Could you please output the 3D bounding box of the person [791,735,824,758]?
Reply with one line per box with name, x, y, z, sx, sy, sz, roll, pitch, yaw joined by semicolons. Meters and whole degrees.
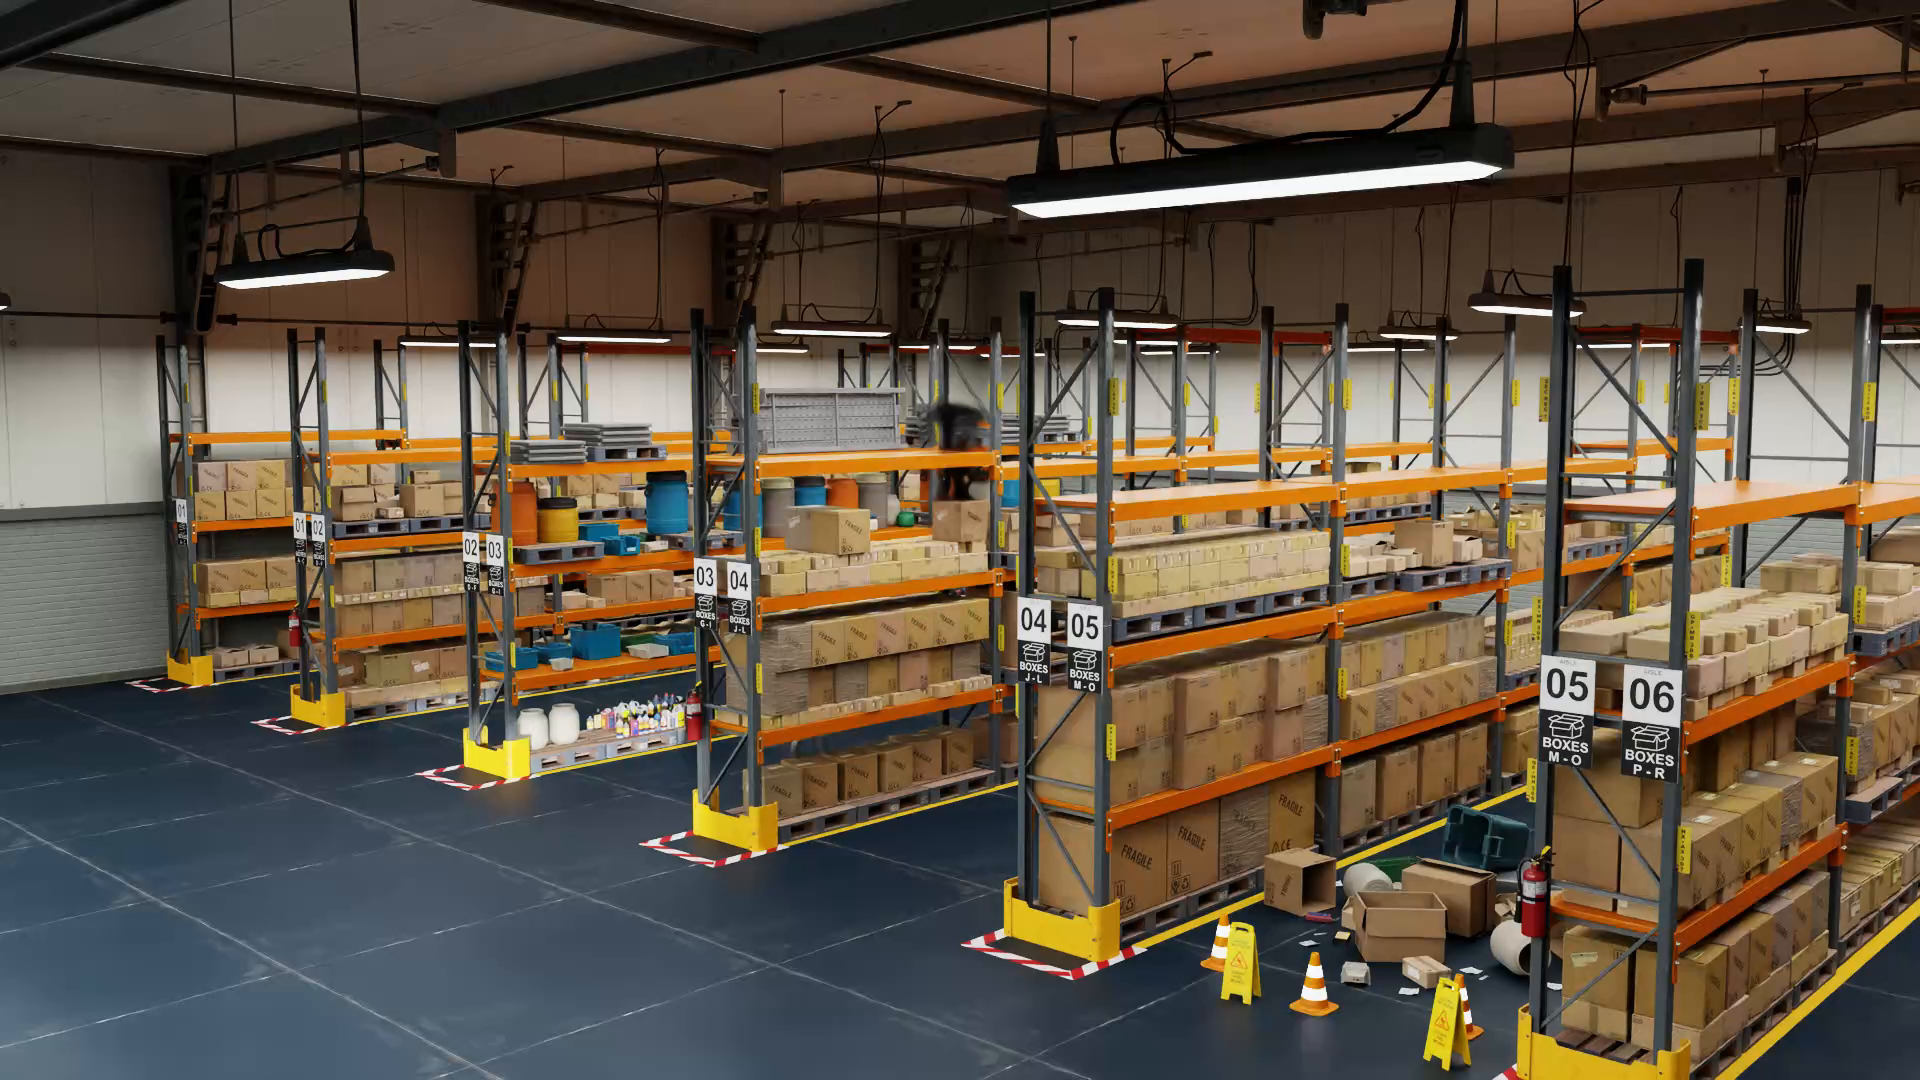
person;-2.013;2.402;21.610;0.552;1.556;0.757;0;5;4
